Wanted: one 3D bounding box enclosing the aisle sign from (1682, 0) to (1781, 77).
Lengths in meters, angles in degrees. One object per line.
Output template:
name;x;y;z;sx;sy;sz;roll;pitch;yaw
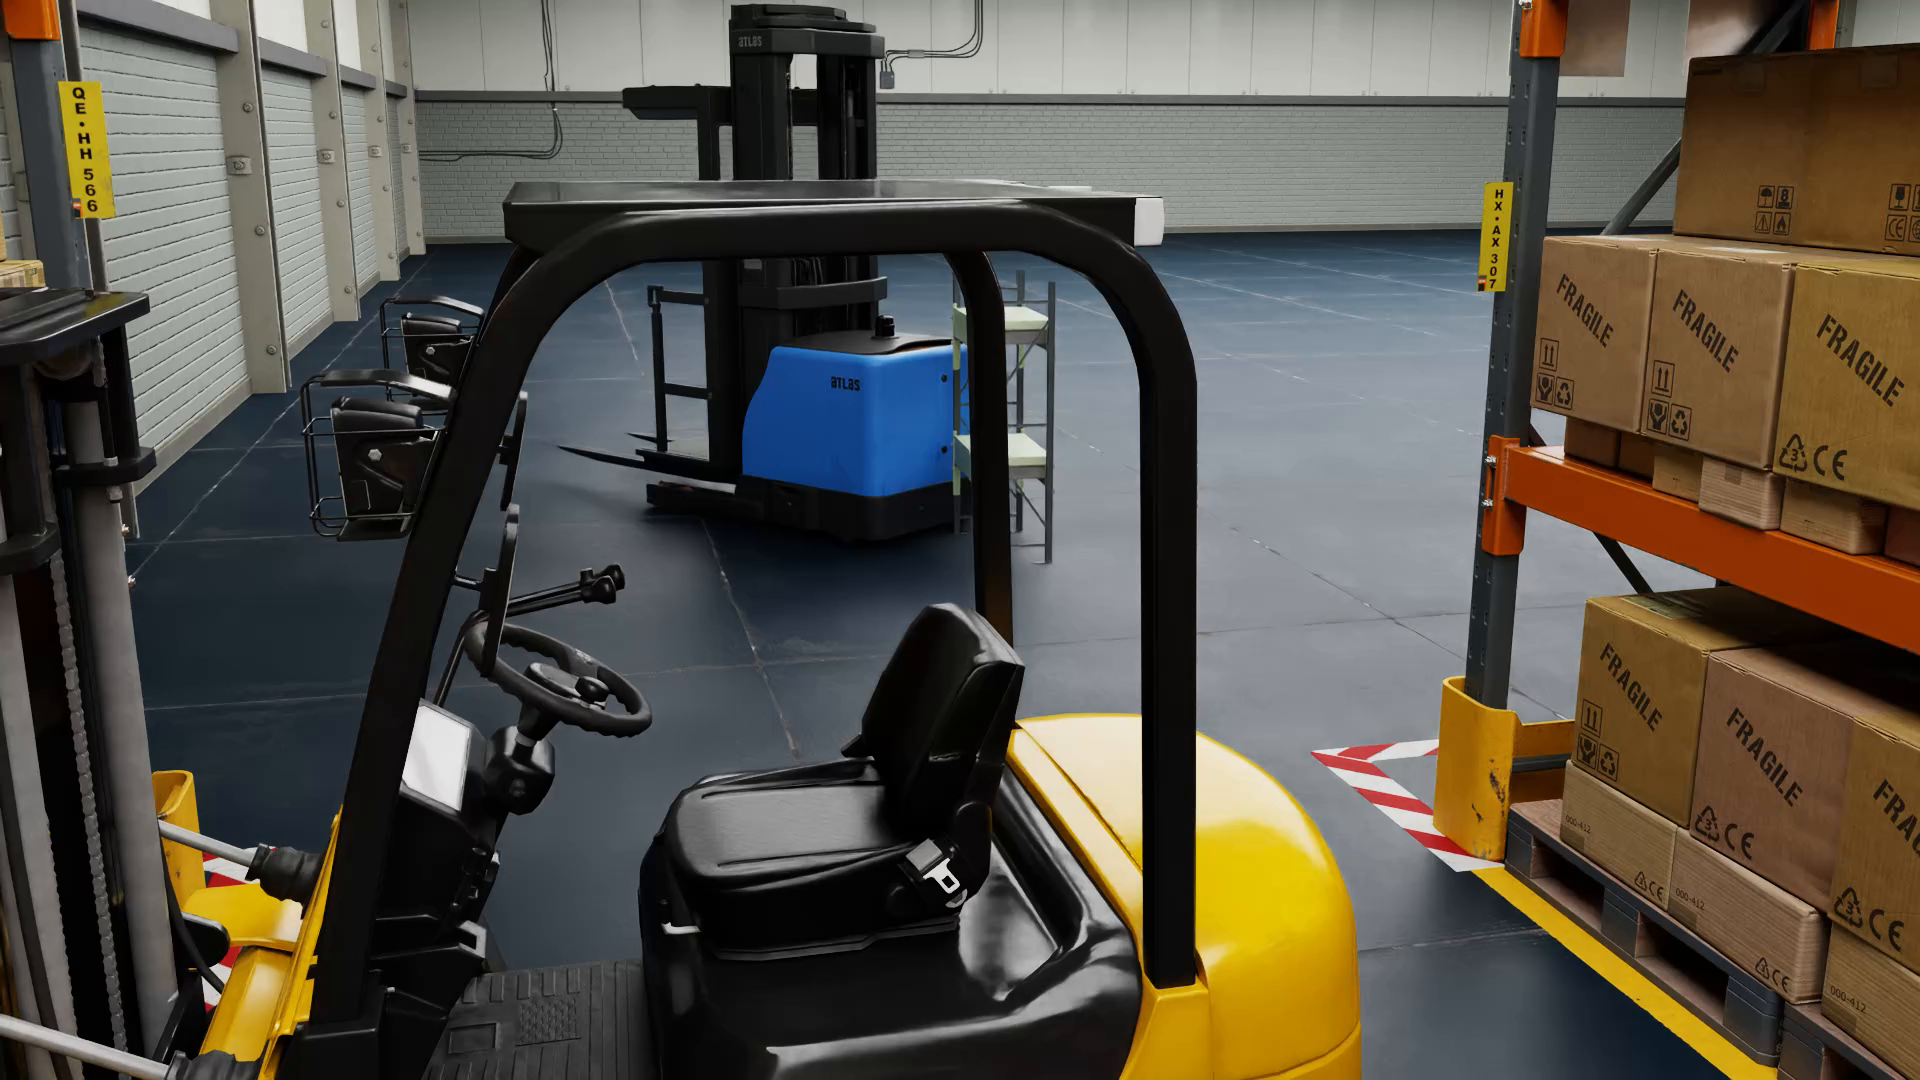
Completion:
aisle sign;2.419;-1.821;5.081;0.394;0.787;0.004;-3;14;-13

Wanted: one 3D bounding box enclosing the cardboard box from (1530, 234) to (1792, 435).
cardboard box;1.994;-0.596;4.707;0.500;0.500;0.500;-4;14;-14

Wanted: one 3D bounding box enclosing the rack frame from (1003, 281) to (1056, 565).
rack frame;0.294;-0.593;8.694;0.400;1.500;0.023;-2;14;-10

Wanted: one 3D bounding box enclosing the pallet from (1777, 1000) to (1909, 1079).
pallet;2.609;1.315;3.599;1.003;0.211;1.213;-3;14;-13

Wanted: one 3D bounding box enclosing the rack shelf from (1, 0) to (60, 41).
rack shelf;-2.202;-0.896;1.970;1.077;0.370;4.000;-3;14;-13

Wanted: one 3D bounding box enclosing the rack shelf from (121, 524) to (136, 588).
rack shelf;-2.202;0.561;2.326;1.077;0.370;4.000;-3;14;-13

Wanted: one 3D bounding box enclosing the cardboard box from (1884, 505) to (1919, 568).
cardboard box;2.316;-0.016;3.700;0.380;0.149;0.250;-3;14;-11

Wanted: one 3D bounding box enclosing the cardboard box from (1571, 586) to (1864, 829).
cardboard box;2.079;0.447;4.605;0.500;0.500;0.500;-4;14;-15

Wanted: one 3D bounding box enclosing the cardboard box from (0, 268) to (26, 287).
cardboard box;-2.229;-0.492;3.542;0.380;0.149;0.250;-3;14;-12

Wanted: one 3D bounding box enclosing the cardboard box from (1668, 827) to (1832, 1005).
cardboard box;2.185;0.924;4.233;0.500;0.250;0.500;-3;14;-11

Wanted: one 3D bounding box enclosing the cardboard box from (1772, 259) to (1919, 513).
cardboard box;2.239;-0.359;3.738;0.500;0.500;0.500;-4;14;-14

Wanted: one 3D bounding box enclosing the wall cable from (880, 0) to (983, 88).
wall cable;-0.605;-12.805;35.712;2.305;6.003;0.169;-3;14;-13

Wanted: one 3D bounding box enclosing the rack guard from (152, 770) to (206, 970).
rack guard;-2.678;0.959;4.448;1.175;0.500;0.348;-3;14;-13

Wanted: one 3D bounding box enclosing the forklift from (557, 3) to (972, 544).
forklift;-1.293;-1.666;10.070;3.031;2.935;1.130;11;17;38

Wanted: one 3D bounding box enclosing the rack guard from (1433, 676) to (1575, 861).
rack guard;2.170;0.705;5.490;1.175;0.500;0.348;-3;14;-13

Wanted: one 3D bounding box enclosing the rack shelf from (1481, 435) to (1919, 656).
rack shelf;2.622;0.284;3.462;1.077;0.370;4.000;-3;14;-13

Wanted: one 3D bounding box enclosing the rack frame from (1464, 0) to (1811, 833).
rack frame;2.152;-0.527;5.265;1.000;3.000;0.127;-3;14;-13

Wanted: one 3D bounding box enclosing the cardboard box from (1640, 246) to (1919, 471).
cardboard box;2.118;-0.476;4.219;0.500;0.500;0.500;-3;14;-11

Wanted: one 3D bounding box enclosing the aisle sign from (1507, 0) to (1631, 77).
aisle sign;1.836;-1.787;4.944;0.394;0.787;0.004;-3;14;-13

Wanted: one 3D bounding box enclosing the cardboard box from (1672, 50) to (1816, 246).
cardboard box;2.484;-1.100;4.666;0.700;0.500;0.500;-4;14;-15

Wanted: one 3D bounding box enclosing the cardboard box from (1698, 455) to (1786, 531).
cardboard box;2.102;-0.131;4.172;0.380;0.149;0.250;-3;14;-12

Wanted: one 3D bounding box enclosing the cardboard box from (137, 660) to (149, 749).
cardboard box;-2.261;0.485;3.923;0.500;0.250;0.500;-3;14;-11

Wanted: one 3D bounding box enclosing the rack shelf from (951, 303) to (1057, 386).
rack shelf;0.228;-1.058;8.951;0.431;0.370;0.720;-2;14;-10

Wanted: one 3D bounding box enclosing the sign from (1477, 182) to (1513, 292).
sign;1.625;-0.917;5.038;0.100;0.325;0.005;-3;14;-13

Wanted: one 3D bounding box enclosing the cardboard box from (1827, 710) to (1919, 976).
cardboard box;2.316;0.684;3.637;0.500;0.500;0.500;-3;14;-12

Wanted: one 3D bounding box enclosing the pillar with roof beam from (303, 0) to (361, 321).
pillar with roof beam;-3.427;-7.346;20.532;9.100;9.000;0.400;-3;14;-13

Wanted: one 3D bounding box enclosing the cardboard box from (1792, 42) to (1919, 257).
cardboard box;2.596;-0.983;4.187;0.700;0.500;0.500;-3;14;-13

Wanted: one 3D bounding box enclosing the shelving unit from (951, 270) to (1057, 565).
shelving unit;0.228;-0.678;9.044;0.431;1.500;0.755;-2;14;-10

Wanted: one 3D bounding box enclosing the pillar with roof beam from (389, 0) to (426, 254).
pillar with roof beam;-6.246;-10.114;31.864;9.100;9.000;0.400;-3;14;-13

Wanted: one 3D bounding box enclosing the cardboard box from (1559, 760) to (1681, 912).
cardboard box;2.073;0.806;4.716;0.500;0.250;0.500;-3;14;-14

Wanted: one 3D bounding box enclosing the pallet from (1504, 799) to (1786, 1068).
pallet;2.326;1.034;4.749;1.003;0.211;1.213;-3;14;-13

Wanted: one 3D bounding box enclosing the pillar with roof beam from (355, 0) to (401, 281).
pillar with roof beam;-4.836;-8.730;26.198;9.100;9.000;0.400;-3;14;-13

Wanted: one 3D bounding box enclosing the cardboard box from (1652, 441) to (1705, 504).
cardboard box;2.087;-0.192;4.422;0.380;0.149;0.250;-4;14;-15

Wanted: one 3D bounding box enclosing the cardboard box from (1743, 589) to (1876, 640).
cardboard box;2.594;0.411;4.755;0.500;0.500;0.500;-3;14;-13

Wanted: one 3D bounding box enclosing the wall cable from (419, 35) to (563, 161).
wall cable;-9.837;-9.119;34.333;3.097;2.526;0.112;-3;14;-13

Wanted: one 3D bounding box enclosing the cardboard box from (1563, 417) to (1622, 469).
cardboard box;2.031;-0.315;4.927;0.380;0.149;0.250;-3;14;-13

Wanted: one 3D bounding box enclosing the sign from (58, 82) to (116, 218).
sign;-2.141;-0.954;4.074;0.100;0.325;0.005;-3;14;-13

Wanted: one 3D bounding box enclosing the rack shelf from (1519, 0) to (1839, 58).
rack shelf;2.622;-1.174;3.106;1.077;0.370;4.000;-3;14;-13

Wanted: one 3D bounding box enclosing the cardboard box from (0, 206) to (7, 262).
cardboard box;-2.383;-0.687;3.714;0.380;0.149;0.250;-3;14;-13

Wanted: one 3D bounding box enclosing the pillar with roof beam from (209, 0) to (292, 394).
pillar with roof beam;-2.018;-5.961;14.867;9.100;9.000;0.400;-3;14;-13

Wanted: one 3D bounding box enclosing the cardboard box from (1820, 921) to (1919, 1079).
cardboard box;2.326;1.049;3.720;0.500;0.250;0.500;-2;14;-9

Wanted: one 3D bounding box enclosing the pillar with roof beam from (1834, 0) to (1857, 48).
pillar with roof beam;16.004;-11.390;37.086;9.100;9.000;0.400;-3;14;-13

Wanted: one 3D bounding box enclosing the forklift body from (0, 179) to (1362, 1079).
forklift body;-0.453;0.498;2.855;2.313;2.155;1.214;-3;14;-13

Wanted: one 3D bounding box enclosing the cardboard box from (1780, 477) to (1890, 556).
cardboard box;2.196;-0.073;3.936;0.380;0.149;0.250;-3;14;-12

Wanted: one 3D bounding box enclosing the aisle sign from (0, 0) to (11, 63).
aisle sign;-2.402;-1.544;3.949;0.394;0.787;0.004;-3;14;-13

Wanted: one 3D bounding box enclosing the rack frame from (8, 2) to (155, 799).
rack frame;-2.672;-0.250;4.129;1.000;3.000;0.127;-3;14;-13

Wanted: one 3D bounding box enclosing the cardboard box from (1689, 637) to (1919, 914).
cardboard box;2.206;0.568;4.112;0.500;0.500;0.500;-4;14;-15

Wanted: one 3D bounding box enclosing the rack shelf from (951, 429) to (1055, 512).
rack shelf;0.228;-0.362;9.121;0.431;0.370;0.720;-2;14;-10

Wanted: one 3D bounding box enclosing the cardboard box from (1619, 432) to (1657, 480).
cardboard box;2.104;-0.258;4.691;0.380;0.149;0.250;-3;14;-12

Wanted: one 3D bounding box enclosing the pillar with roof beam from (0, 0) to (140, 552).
pillar with roof beam;-0.609;-4.577;9.201;9.100;9.000;0.400;-3;14;-13

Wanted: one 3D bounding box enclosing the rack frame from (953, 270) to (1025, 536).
rack frame;0.162;-0.764;9.394;0.400;1.500;0.023;-2;14;-10

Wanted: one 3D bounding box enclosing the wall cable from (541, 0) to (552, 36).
wall cable;-7.207;-11.723;34.351;3.097;2.526;0.112;-3;14;-13

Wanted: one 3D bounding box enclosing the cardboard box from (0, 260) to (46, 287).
cardboard box;-2.318;-0.549;3.776;0.380;0.149;0.250;-3;14;-12
